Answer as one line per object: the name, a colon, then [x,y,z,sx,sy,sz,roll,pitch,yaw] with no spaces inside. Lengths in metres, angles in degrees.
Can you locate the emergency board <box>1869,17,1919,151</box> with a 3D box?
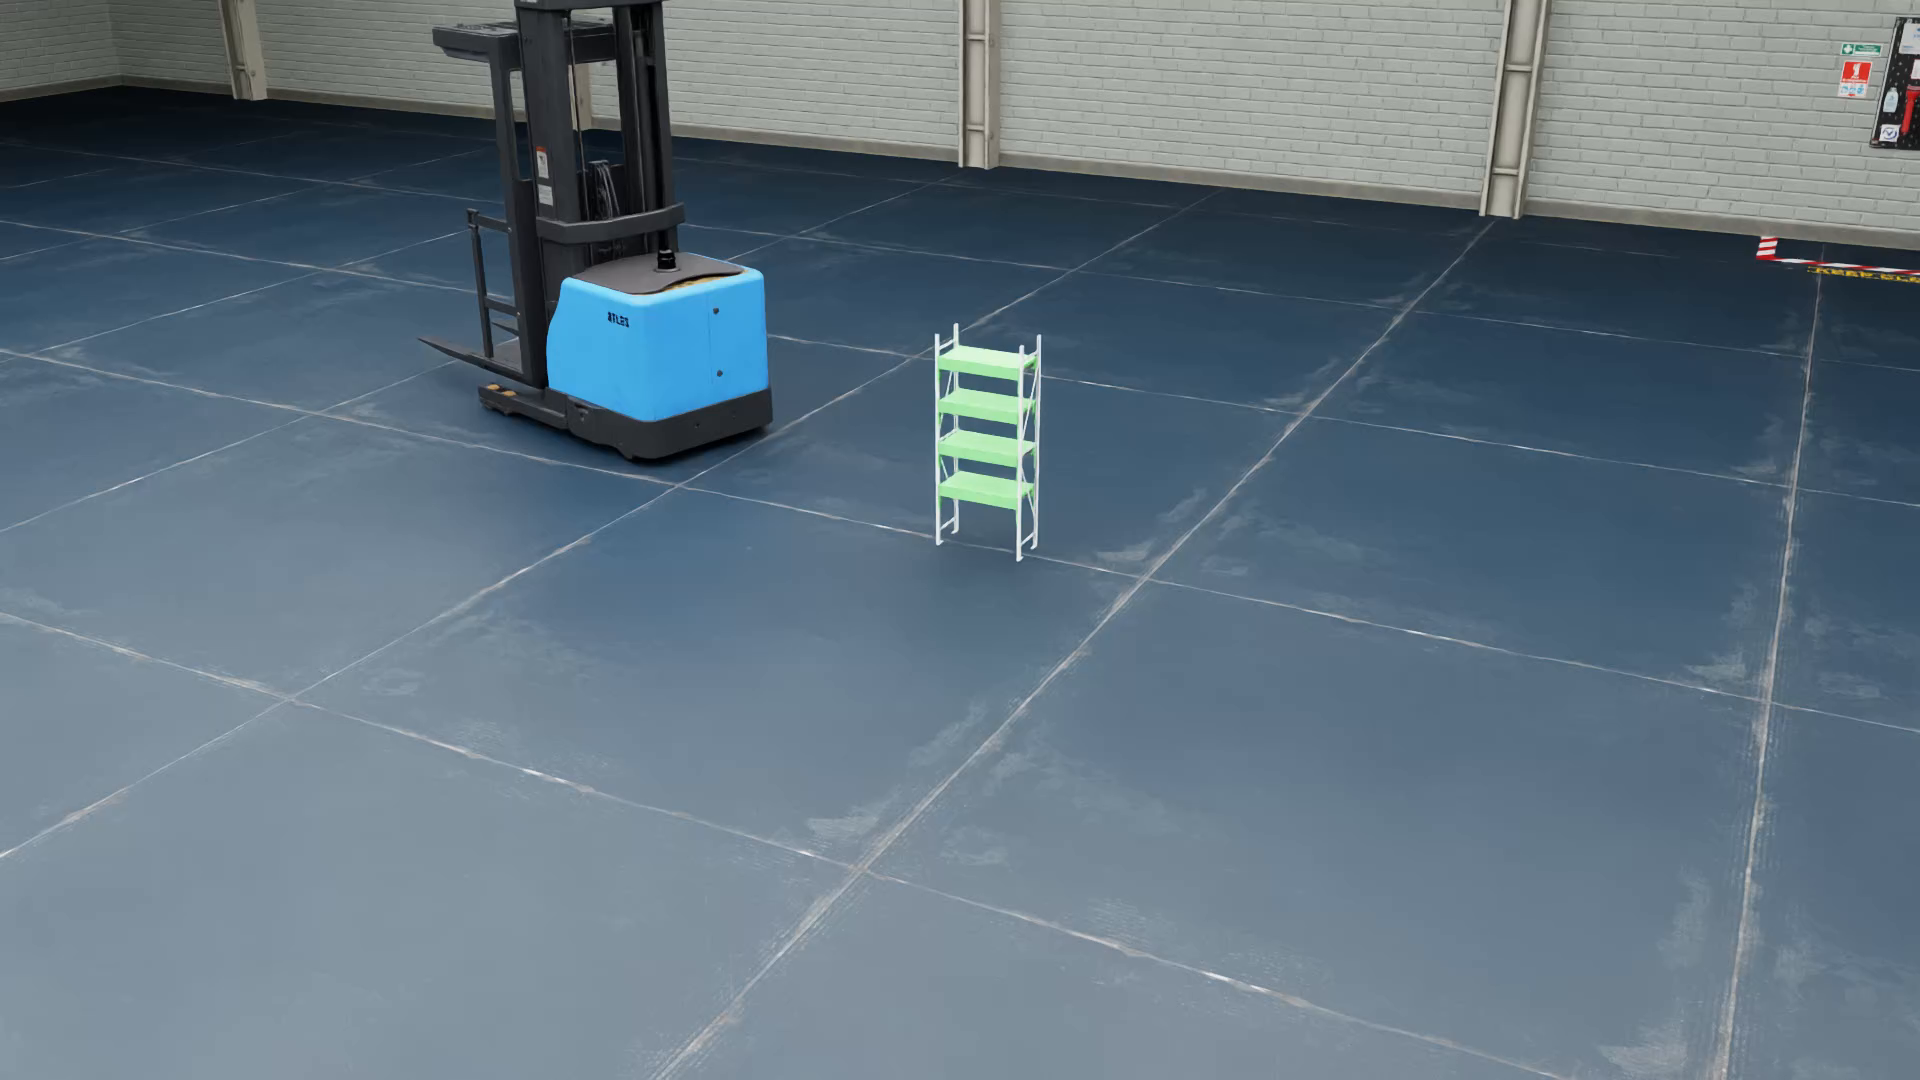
emergency board: [8.745,-4.124,15.113,0.643,1.169,0.194,11,25,25]

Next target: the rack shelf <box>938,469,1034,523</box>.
rack shelf: [0.148,-0.243,9.065,0.480,0.148,0.258,11,25,25]

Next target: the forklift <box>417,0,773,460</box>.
forklift: [-2.646,-2.322,10.964,3.031,2.935,1.130,20,30,39]

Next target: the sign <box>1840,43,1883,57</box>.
sign: [8.298,-4.514,15.308,0.331,0.109,0.001,11,25,25]

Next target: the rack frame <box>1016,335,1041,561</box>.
rack frame: [0.365,-0.480,8.845,0.015,1.200,0.240,11,25,25]

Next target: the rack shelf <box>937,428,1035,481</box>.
rack shelf: [0.148,-0.464,8.971,0.480,0.148,0.258,11,25,25]

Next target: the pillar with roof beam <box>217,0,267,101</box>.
pillar with roof beam: [-12.427,-9.169,19.312,0.400,9.000,9.100,11,25,25]

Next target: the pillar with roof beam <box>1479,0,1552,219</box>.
pillar with roof beam: [3.636,-5.991,11.838,0.400,9.000,9.100,11,25,25]

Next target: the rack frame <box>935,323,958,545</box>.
rack frame: [-0.070,-0.566,9.048,0.015,1.200,0.240,11,25,25]

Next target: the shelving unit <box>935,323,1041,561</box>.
shelving unit: [0.148,-0.523,8.946,0.503,1.200,0.258,11,25,25]

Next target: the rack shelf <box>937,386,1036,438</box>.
rack shelf: [0.148,-0.685,8.878,0.480,0.148,0.258,11,25,25]

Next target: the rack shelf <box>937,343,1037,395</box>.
rack shelf: [0.148,-0.906,8.784,0.480,0.148,0.258,11,25,25]

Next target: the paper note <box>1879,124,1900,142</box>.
paper note: [8.618,-3.774,15.416,0.142,0.148,0.016,11,25,25]

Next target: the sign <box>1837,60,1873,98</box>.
sign: [8.298,-4.274,15.421,0.234,0.329,0.001,11,25,25]

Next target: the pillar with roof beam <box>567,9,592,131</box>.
pillar with roof beam: [-7.073,-8.109,16.820,0.400,9.000,9.100,11,25,25]

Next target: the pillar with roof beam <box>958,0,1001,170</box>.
pillar with roof beam: [-1.718,-7.050,14.329,0.400,9.000,9.100,11,25,25]
